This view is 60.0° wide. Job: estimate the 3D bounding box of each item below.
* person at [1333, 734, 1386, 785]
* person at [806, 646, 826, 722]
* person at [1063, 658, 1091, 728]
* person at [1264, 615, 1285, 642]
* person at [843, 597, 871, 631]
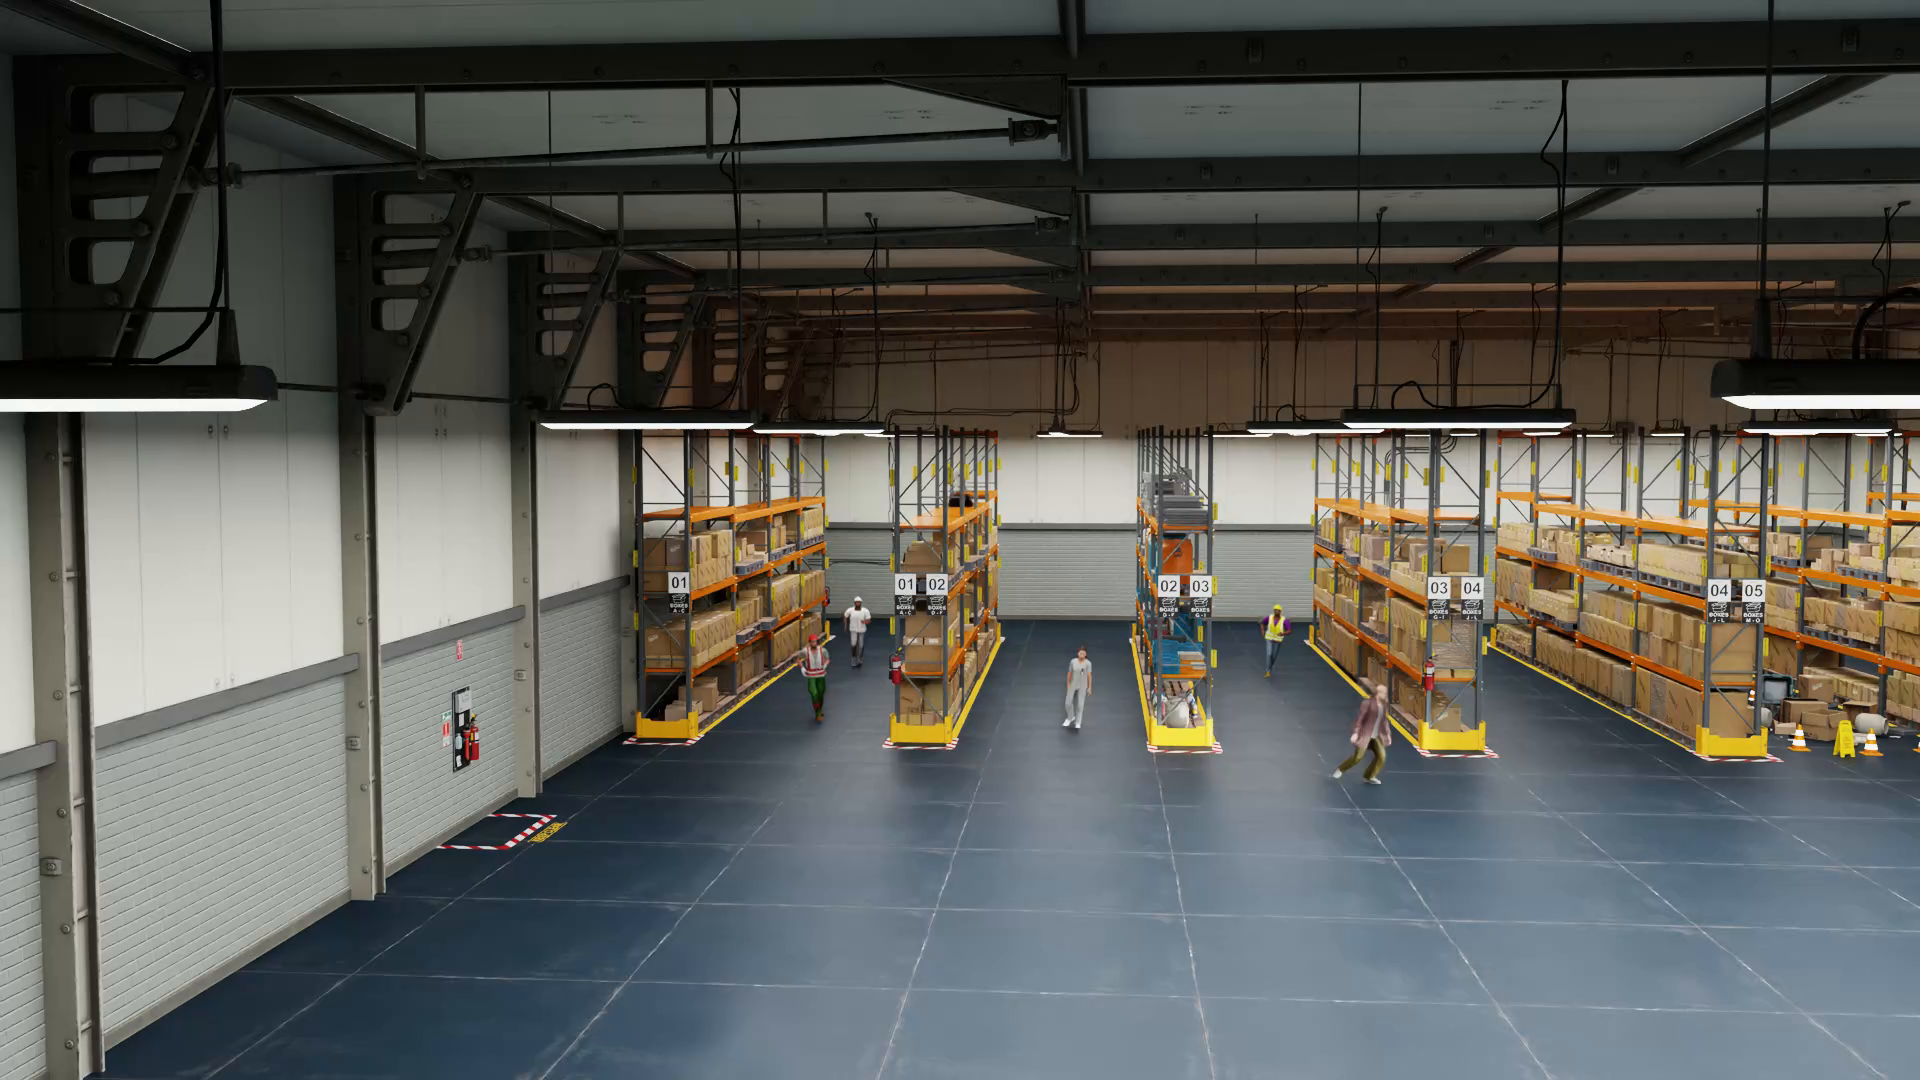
[{"bbox_3d":[6.605,3.548,27.659,0.697,1.003,0.706,-2,4,-28],"label":"person"},{"bbox_3d":[-2.929,2.920,33.925,0.450,1.484,0.874,-1,4,-17],"label":"person"},{"bbox_3d":[2.316,3.026,32.876,0.572,1.403,0.400,1,4,12],"label":"person"},{"bbox_3d":[7.647,2.143,40.371,0.500,0.649,0.352,1,3,11],"label":"person"},{"bbox_3d":[-2.587,1.881,41.903,0.689,0.897,0.674,0,3,-5],"label":"person"}]
